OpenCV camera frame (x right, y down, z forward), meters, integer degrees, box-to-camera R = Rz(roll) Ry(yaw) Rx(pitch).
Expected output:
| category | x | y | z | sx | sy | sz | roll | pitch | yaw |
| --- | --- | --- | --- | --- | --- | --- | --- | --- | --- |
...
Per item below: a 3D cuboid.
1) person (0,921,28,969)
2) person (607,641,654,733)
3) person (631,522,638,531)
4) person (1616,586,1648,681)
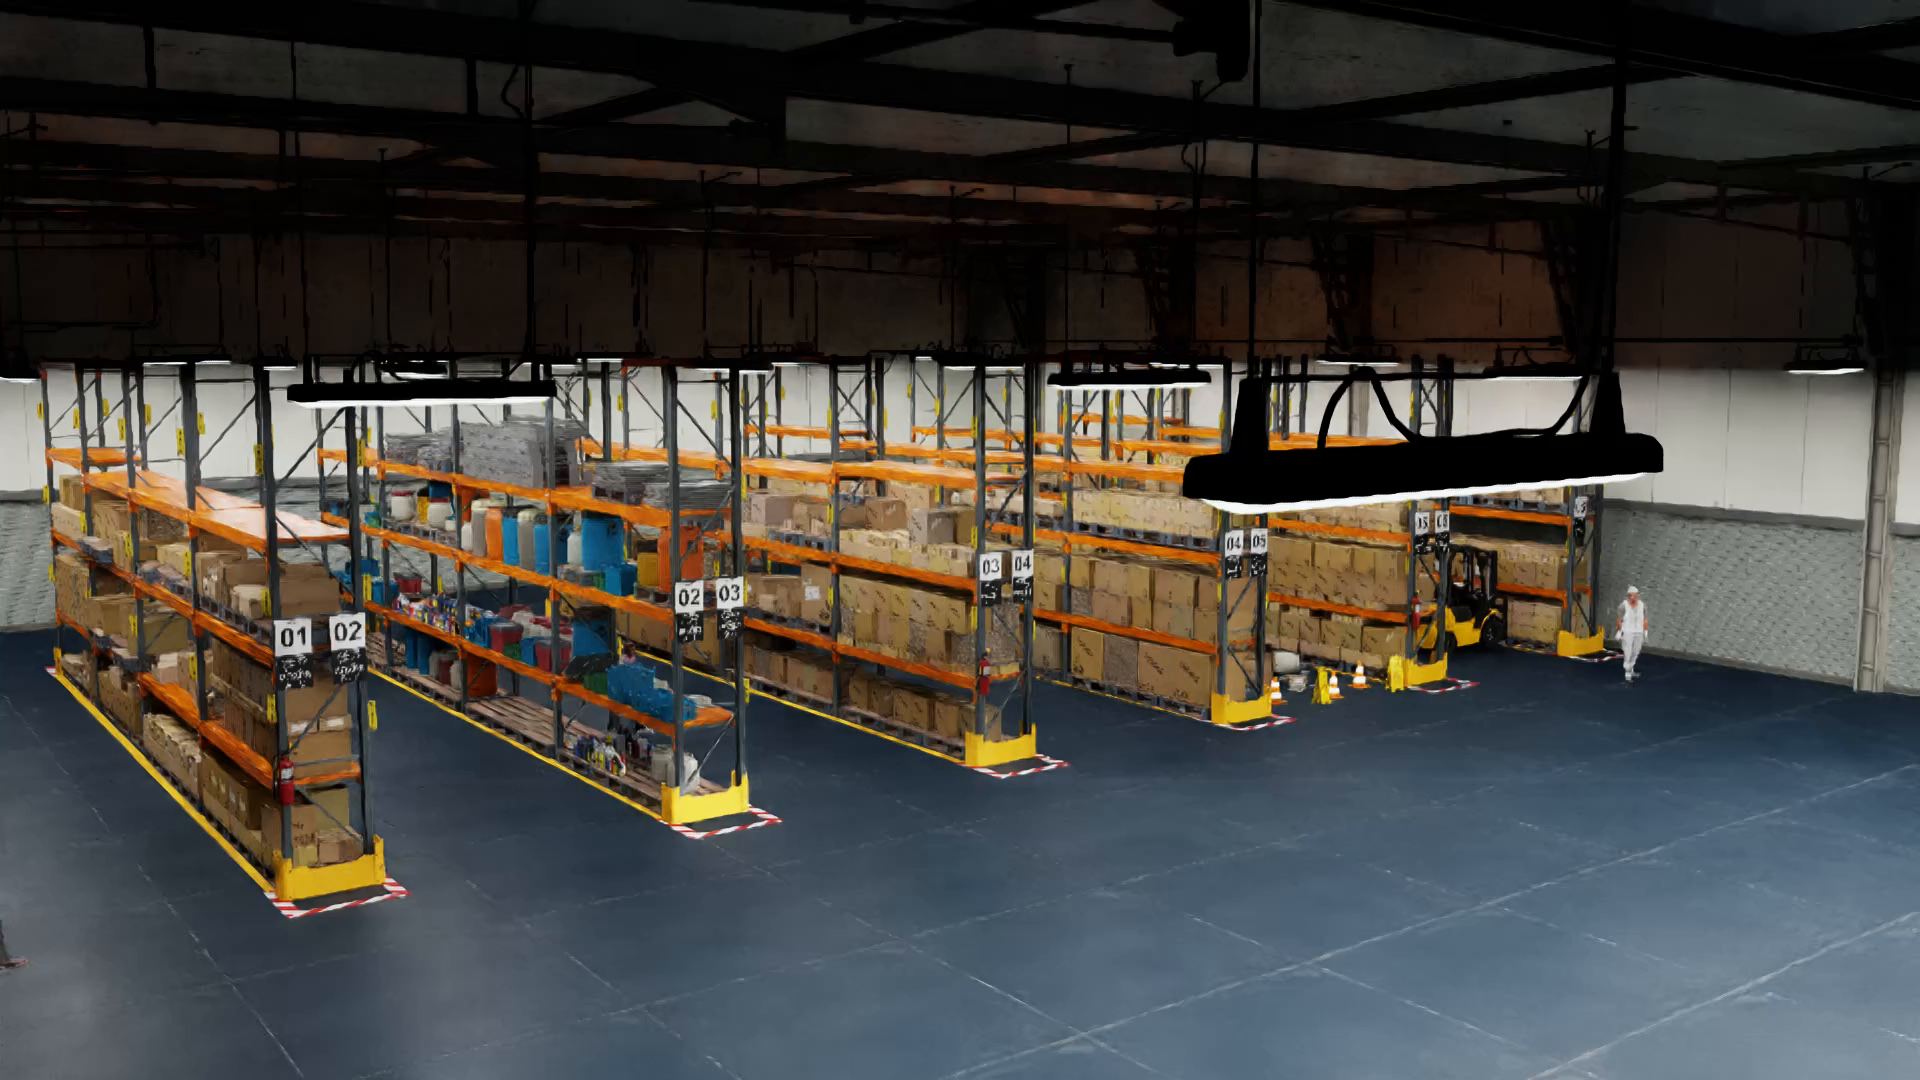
| category | x | y | z | sx | sy | sz | roll | pitch | yaw |
| --- | --- | --- | --- | --- | --- | --- | --- | --- | --- |
| person | -9.738 | 3.533 | 16.470 | 0.559 | 1.647 | 0.697 | 0 | 7 | 1 |
| person | -5.339 | 2.366 | 26.635 | 0.688 | 1.546 | 0.548 | 4 | 8 | 30 |
| person | -8.629 | 0.290 | 43.554 | 0.505 | 1.640 | 0.654 | 1 | 7 | 12 |
| person | 12.549 | 1.730 | 31.074 | 0.575 | 1.775 | 0.574 | 0 | 7 | 0 |
